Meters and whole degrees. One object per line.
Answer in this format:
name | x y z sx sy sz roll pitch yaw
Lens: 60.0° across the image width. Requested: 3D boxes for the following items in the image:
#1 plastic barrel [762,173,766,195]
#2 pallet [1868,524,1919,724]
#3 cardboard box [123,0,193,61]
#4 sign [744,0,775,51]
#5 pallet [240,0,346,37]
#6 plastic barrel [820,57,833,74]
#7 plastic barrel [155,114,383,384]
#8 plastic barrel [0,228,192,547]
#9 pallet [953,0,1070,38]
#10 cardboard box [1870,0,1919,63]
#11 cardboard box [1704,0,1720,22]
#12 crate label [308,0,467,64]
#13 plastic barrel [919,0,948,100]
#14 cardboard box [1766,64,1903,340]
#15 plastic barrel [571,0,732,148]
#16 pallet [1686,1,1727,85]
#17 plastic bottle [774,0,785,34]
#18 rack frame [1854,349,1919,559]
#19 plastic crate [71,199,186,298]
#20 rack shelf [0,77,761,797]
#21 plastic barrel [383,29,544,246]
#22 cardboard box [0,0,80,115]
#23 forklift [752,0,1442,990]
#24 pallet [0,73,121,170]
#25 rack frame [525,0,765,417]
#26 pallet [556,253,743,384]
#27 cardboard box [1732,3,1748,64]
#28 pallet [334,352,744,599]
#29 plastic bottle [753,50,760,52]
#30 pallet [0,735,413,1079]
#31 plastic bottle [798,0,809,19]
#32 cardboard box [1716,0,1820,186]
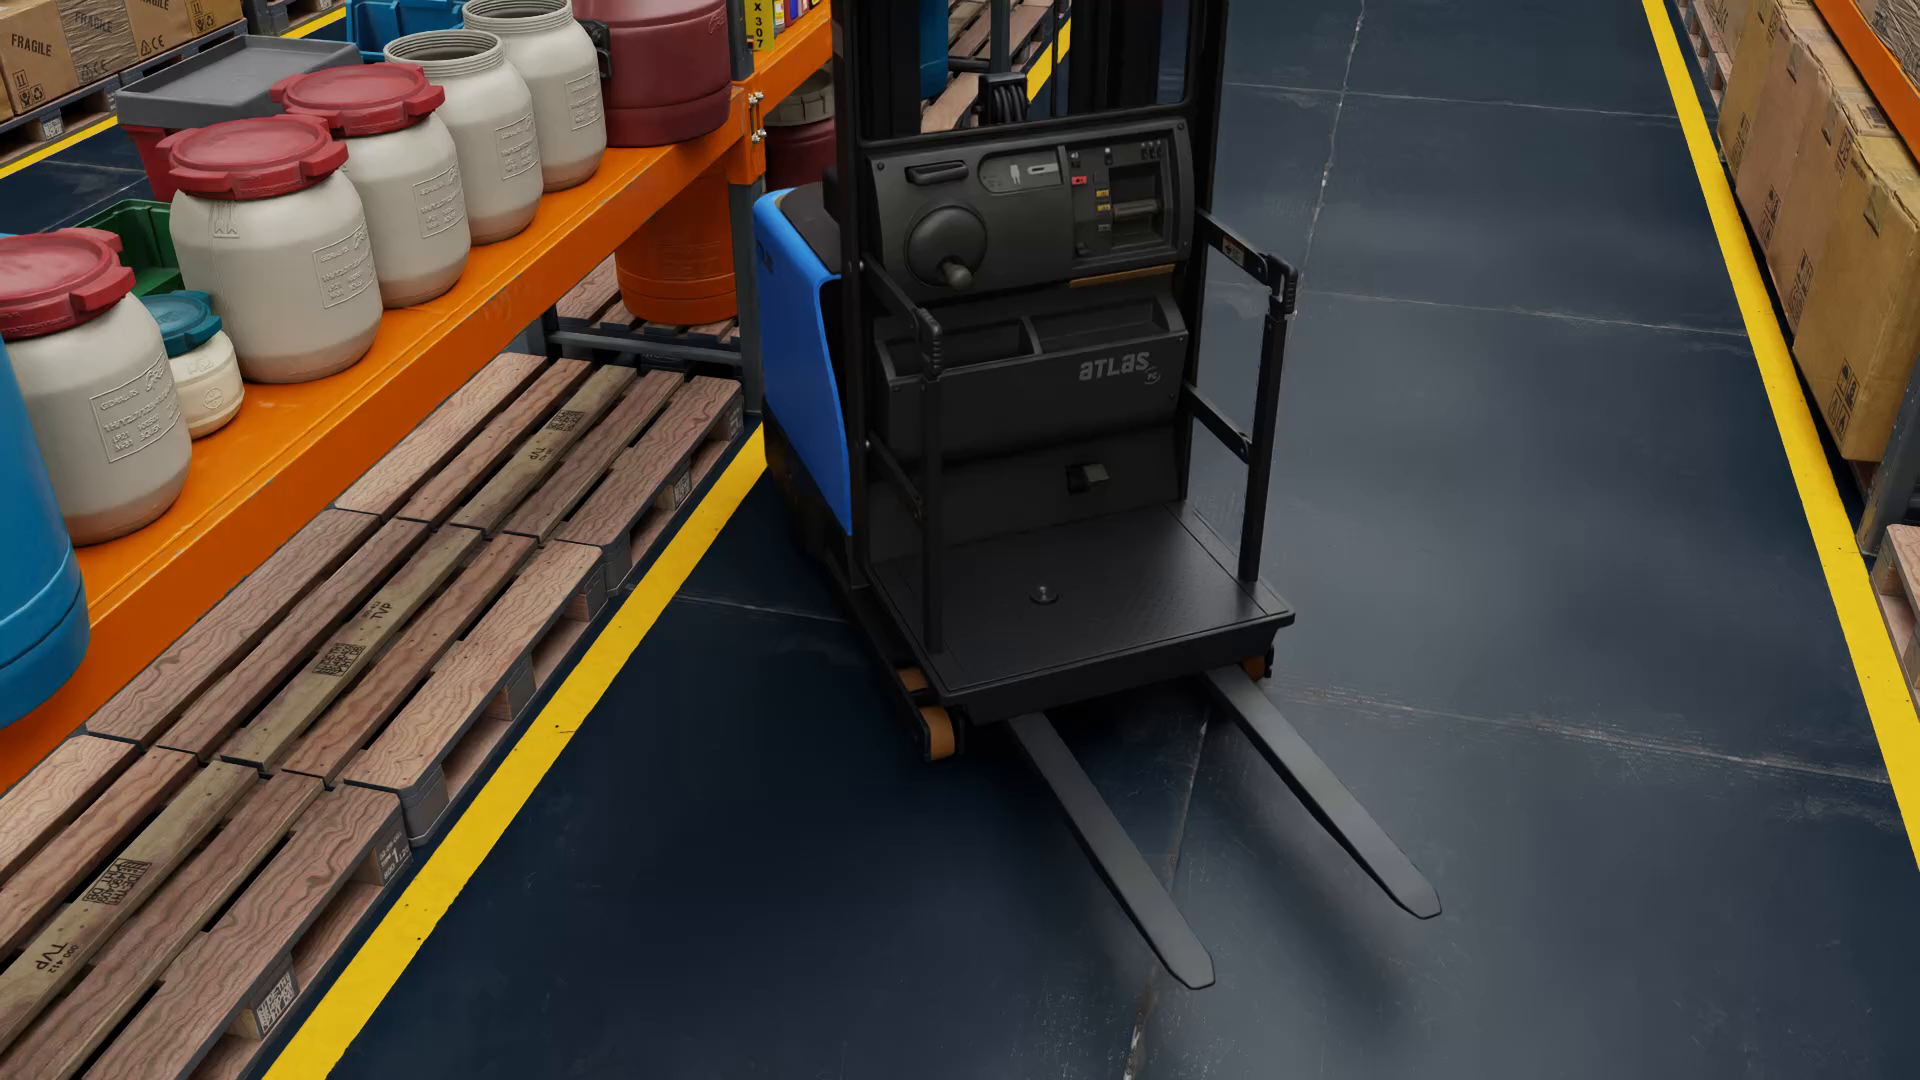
plastic barrel | -1.061 -1.534 7.295 0.421 0.512 0.421 0 32 0
pallet | 3.365 0.411 4.907 1.003 0.211 1.213 8 33 12
cardboard box | -4.982 -3.178 9.873 0.500 0.500 0.500 8 33 13
sign | -0.692 -1.843 5.701 0.100 0.325 0.005 8 33 12
pallet | -4.826 -3.777 11.495 1.003 0.211 1.213 8 33 12
plastic barrel | -0.775 -2.120 8.217 0.421 0.512 0.421 0 32 0
plastic barrel | -1.600 -0.674 3.888 0.433 0.535 0.433 0 32 0
plastic barrel | -1.786 -0.294 3.290 0.433 0.535 0.433 0 32 0
pallet | 0.246 -3.766 11.478 1.003 0.211 1.213 8 33 12
cardboard box | 3.712 -2.031 6.056 0.500 0.500 0.500 7 33 11
cardboard box | 5.279 -3.788 10.502 0.875 0.875 0.875 8 33 12
crate label | -1.739 -1.382 5.095 0.502 0.435 0.616 8 33 12
plastic barrel | -0.365 -2.933 9.132 0.600 0.901 0.708 8 33 12
cardboard box | 3.994 -1.269 6.539 1.225 0.875 0.875 8 33 13
plastic barrel | -1.050 -1.621 5.377 0.600 0.536 0.708 8 33 12
pallet | 5.156 -3.089 10.413 1.003 0.211 1.213 8 33 12
plastic bottle | -0.723 -2.049 6.363 0.097 0.201 0.097 0 32 0
rack frame | 3.565 -1.171 4.796 1.000 3.000 0.127 8 33 12
plastic crate | -2.072 -0.623 4.131 0.450 0.188 0.662 8 33 12
rack shelf | -1.733 -0.504 4.418 1.077 0.370 4.000 8 33 12
plastic barrel | -1.387 -1.111 4.598 0.421 0.512 0.421 0 32 0
cardboard box | -5.237 -2.654 9.048 0.500 0.500 0.500 7 33 11
forklift | 0.290 -0.859 4.369 1.130 2.935 3.031 -12 34 -18
pallet | -5.478 -2.358 9.263 1.003 0.211 1.213 8 33 12
rack frame | -1.226 -1.846 5.857 1.000 3.000 0.127 8 33 12
pallet | -1.066 -1.084 7.258 1.003 0.211 1.213 8 33 12
cardboard box | 4.825 -2.859 9.040 0.875 0.875 0.875 8 33 12
pallet | -1.460 -0.272 5.981 1.003 0.211 1.213 8 33 12
plastic bottle | -0.803 -1.974 6.174 0.152 0.276 0.135 8 33 12
pallet | -2.079 0.994 3.989 1.003 0.211 1.213 8 33 12
plastic bottle | -0.686 -2.214 6.552 0.152 0.276 0.135 8 33 12
cardboard box | 4.437 -2.193 7.992 1.225 0.875 0.875 8 33 13
